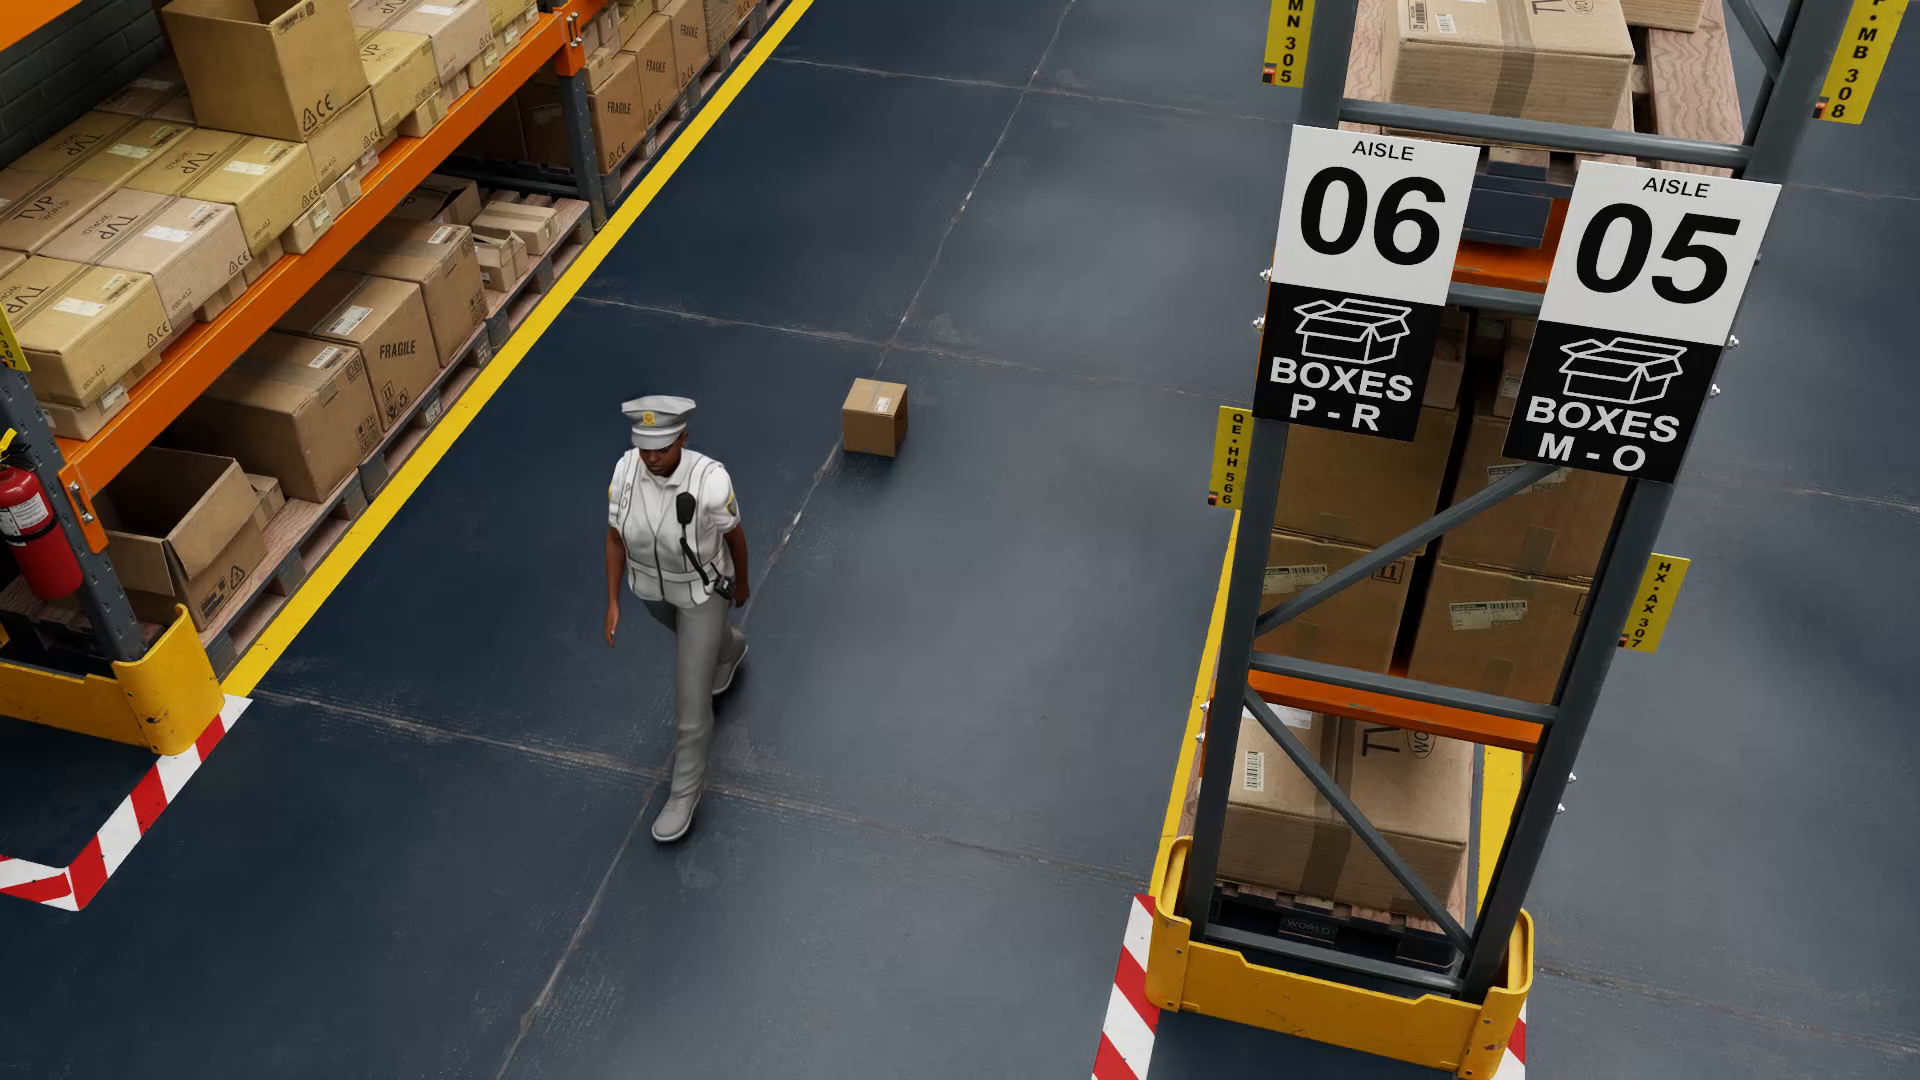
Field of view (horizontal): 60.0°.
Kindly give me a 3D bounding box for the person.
[{"bbox_3d":[-1.022,0.173,5.919,0.441,1.622,1.019,13,43,14],"label":"person"}]
